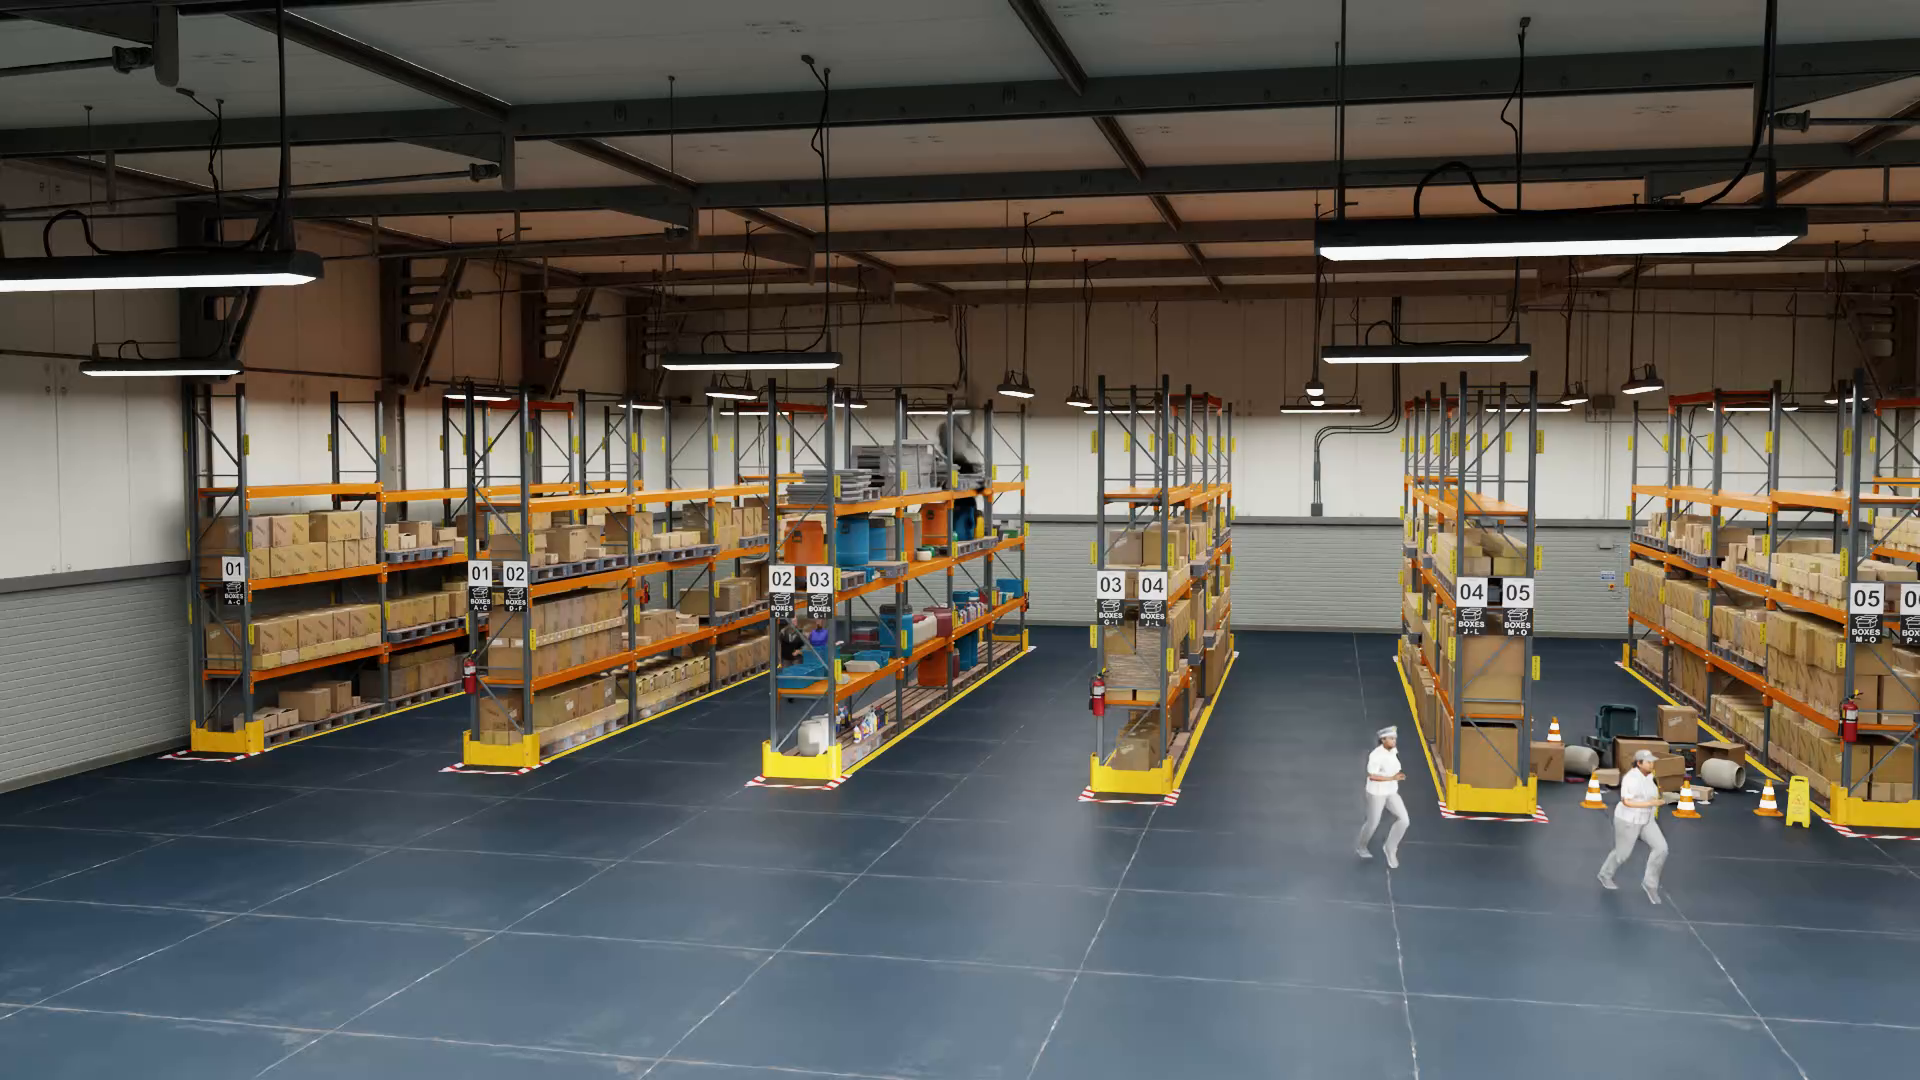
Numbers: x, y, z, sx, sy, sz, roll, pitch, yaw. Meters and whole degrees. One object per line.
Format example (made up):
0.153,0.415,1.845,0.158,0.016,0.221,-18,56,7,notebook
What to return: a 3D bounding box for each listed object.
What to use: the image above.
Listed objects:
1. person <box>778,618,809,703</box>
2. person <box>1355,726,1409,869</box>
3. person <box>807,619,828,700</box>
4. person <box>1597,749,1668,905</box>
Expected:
-3.284,2.332,32.416,0.693,1.678,0.681,0,3,4,person
5.025,3.033,19.783,0.601,1.703,0.816,-2,4,-32,person
-2.765,2.324,32.779,0.576,1.604,0.612,1,3,14,person
7.423,3.135,18.352,0.626,1.703,0.828,-2,4,-33,person
